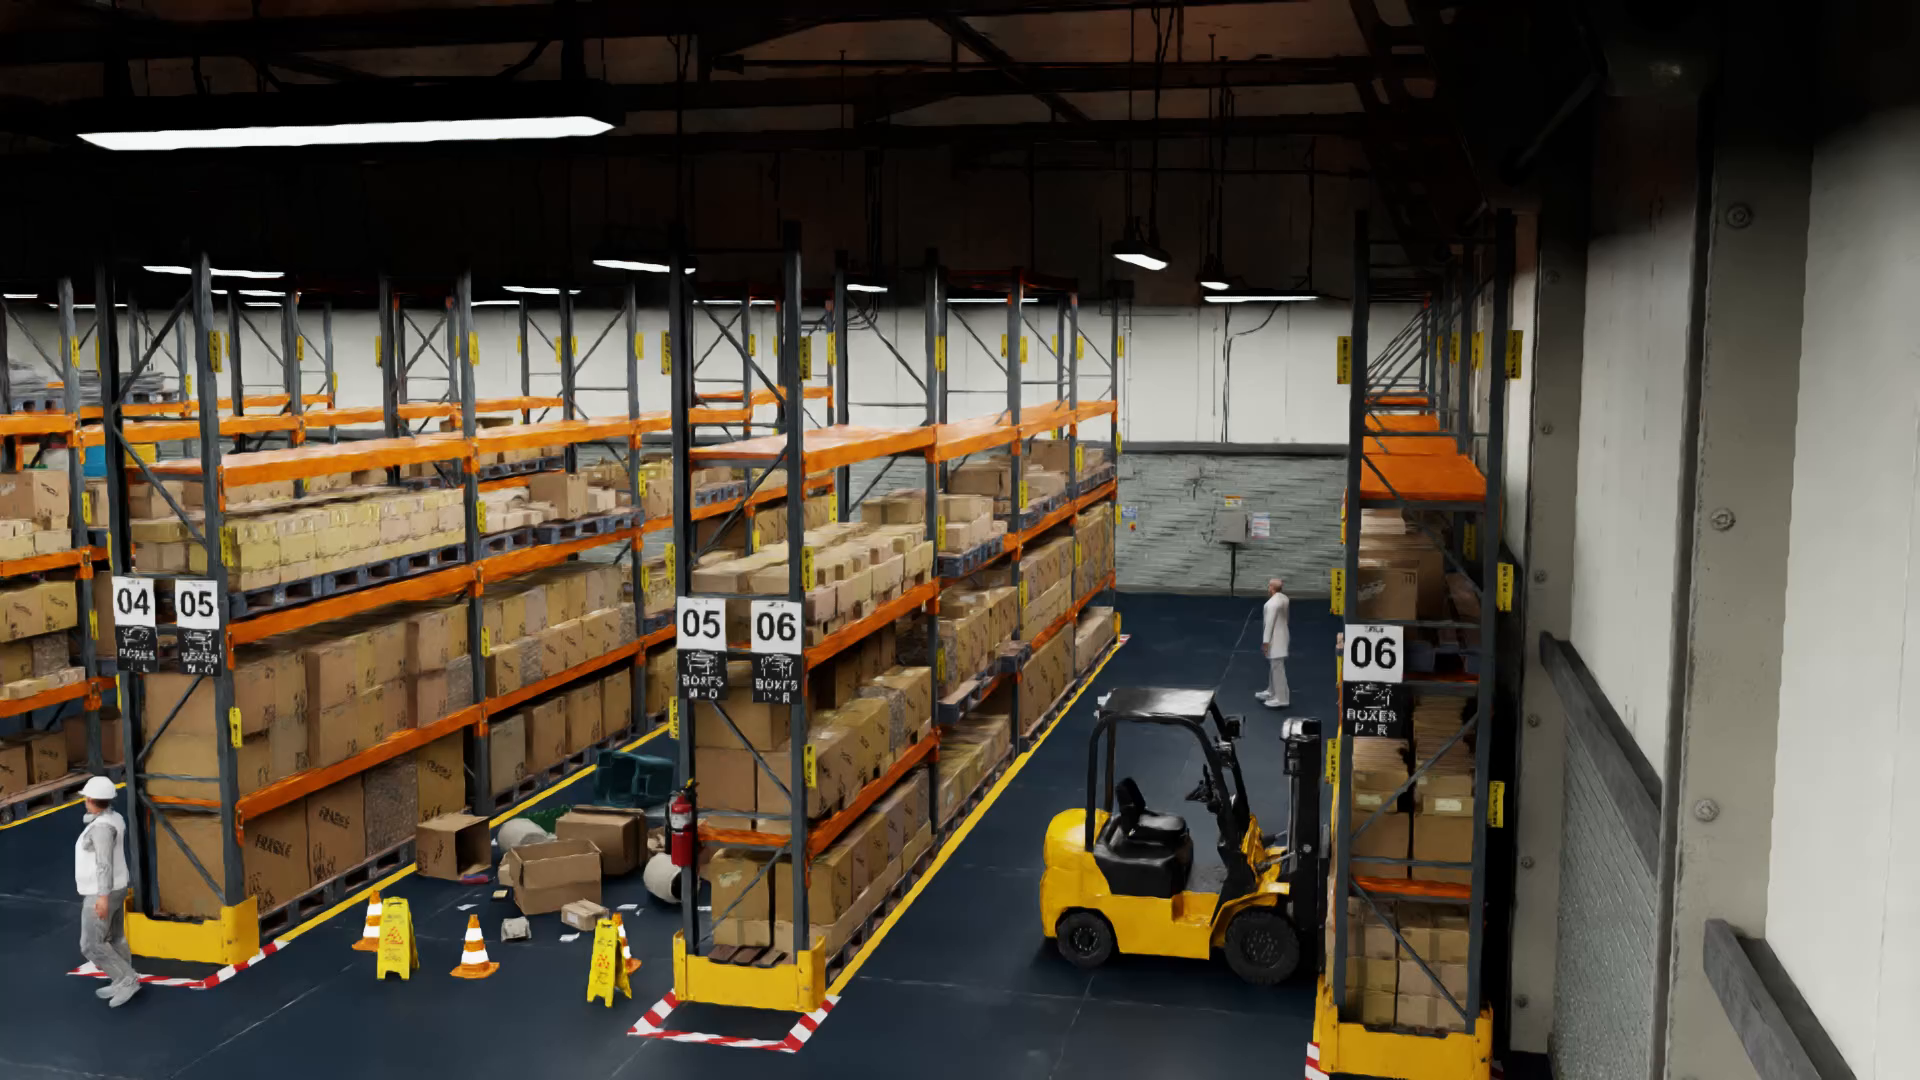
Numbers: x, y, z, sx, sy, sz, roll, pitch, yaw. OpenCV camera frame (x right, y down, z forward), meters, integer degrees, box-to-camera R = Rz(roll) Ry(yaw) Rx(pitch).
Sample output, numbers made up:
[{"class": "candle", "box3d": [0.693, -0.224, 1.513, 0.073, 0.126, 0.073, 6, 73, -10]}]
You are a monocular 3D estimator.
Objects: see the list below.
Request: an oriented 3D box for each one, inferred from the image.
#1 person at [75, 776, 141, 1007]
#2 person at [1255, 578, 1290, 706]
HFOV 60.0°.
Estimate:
[{"class": "person", "box3d": [-6.623, 2.713, 12.916, 0.419, 1.765, 0.645, -2, 7, -18]}, {"class": "person", "box3d": [4.422, 1.411, 23.448, 0.604, 1.775, 0.657, 4, 8, 30]}]
